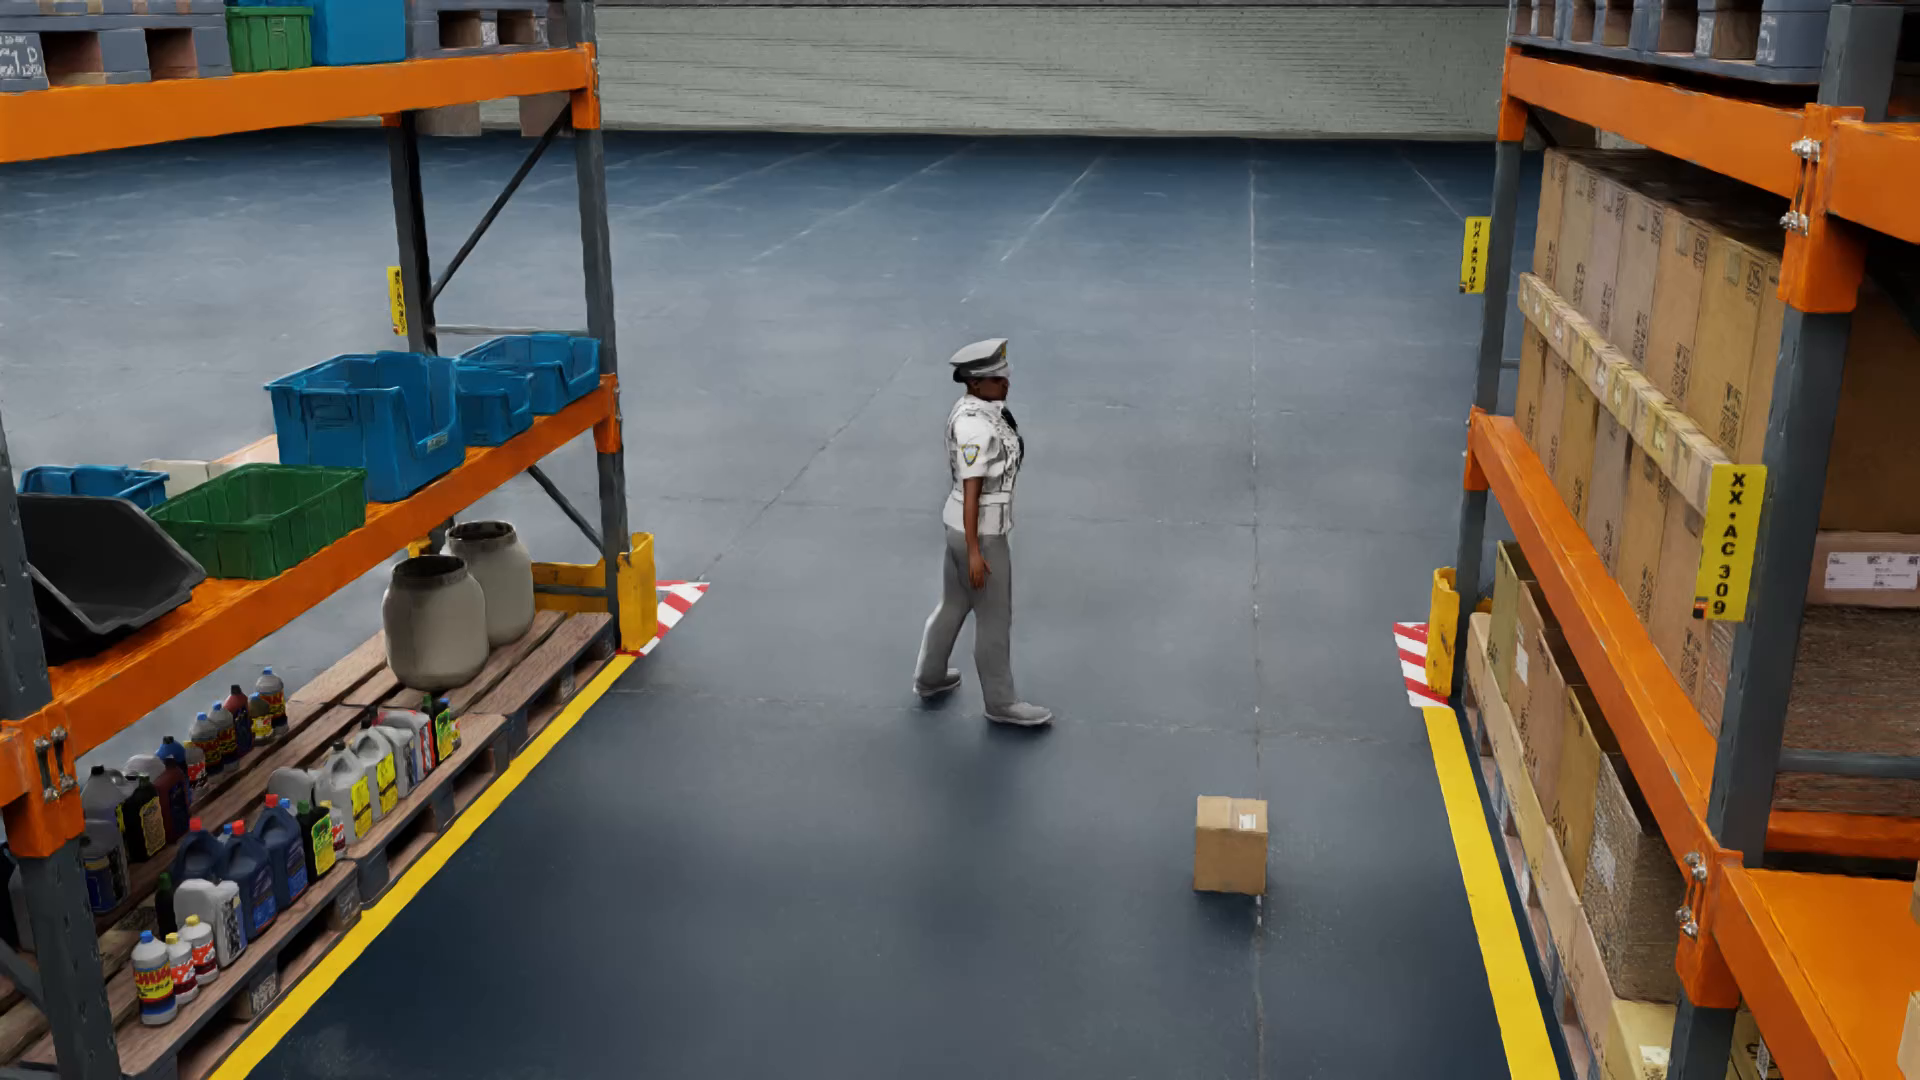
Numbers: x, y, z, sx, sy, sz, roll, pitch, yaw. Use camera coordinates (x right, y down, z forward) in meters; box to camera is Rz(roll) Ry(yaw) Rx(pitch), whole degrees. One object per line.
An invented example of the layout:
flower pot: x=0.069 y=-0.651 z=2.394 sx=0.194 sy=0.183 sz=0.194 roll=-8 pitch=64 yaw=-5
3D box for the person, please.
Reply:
person: x=0.095 y=-0.029 z=7.113 sx=0.615 sy=1.653 sz=0.684 roll=0 pitch=18 yaw=1
